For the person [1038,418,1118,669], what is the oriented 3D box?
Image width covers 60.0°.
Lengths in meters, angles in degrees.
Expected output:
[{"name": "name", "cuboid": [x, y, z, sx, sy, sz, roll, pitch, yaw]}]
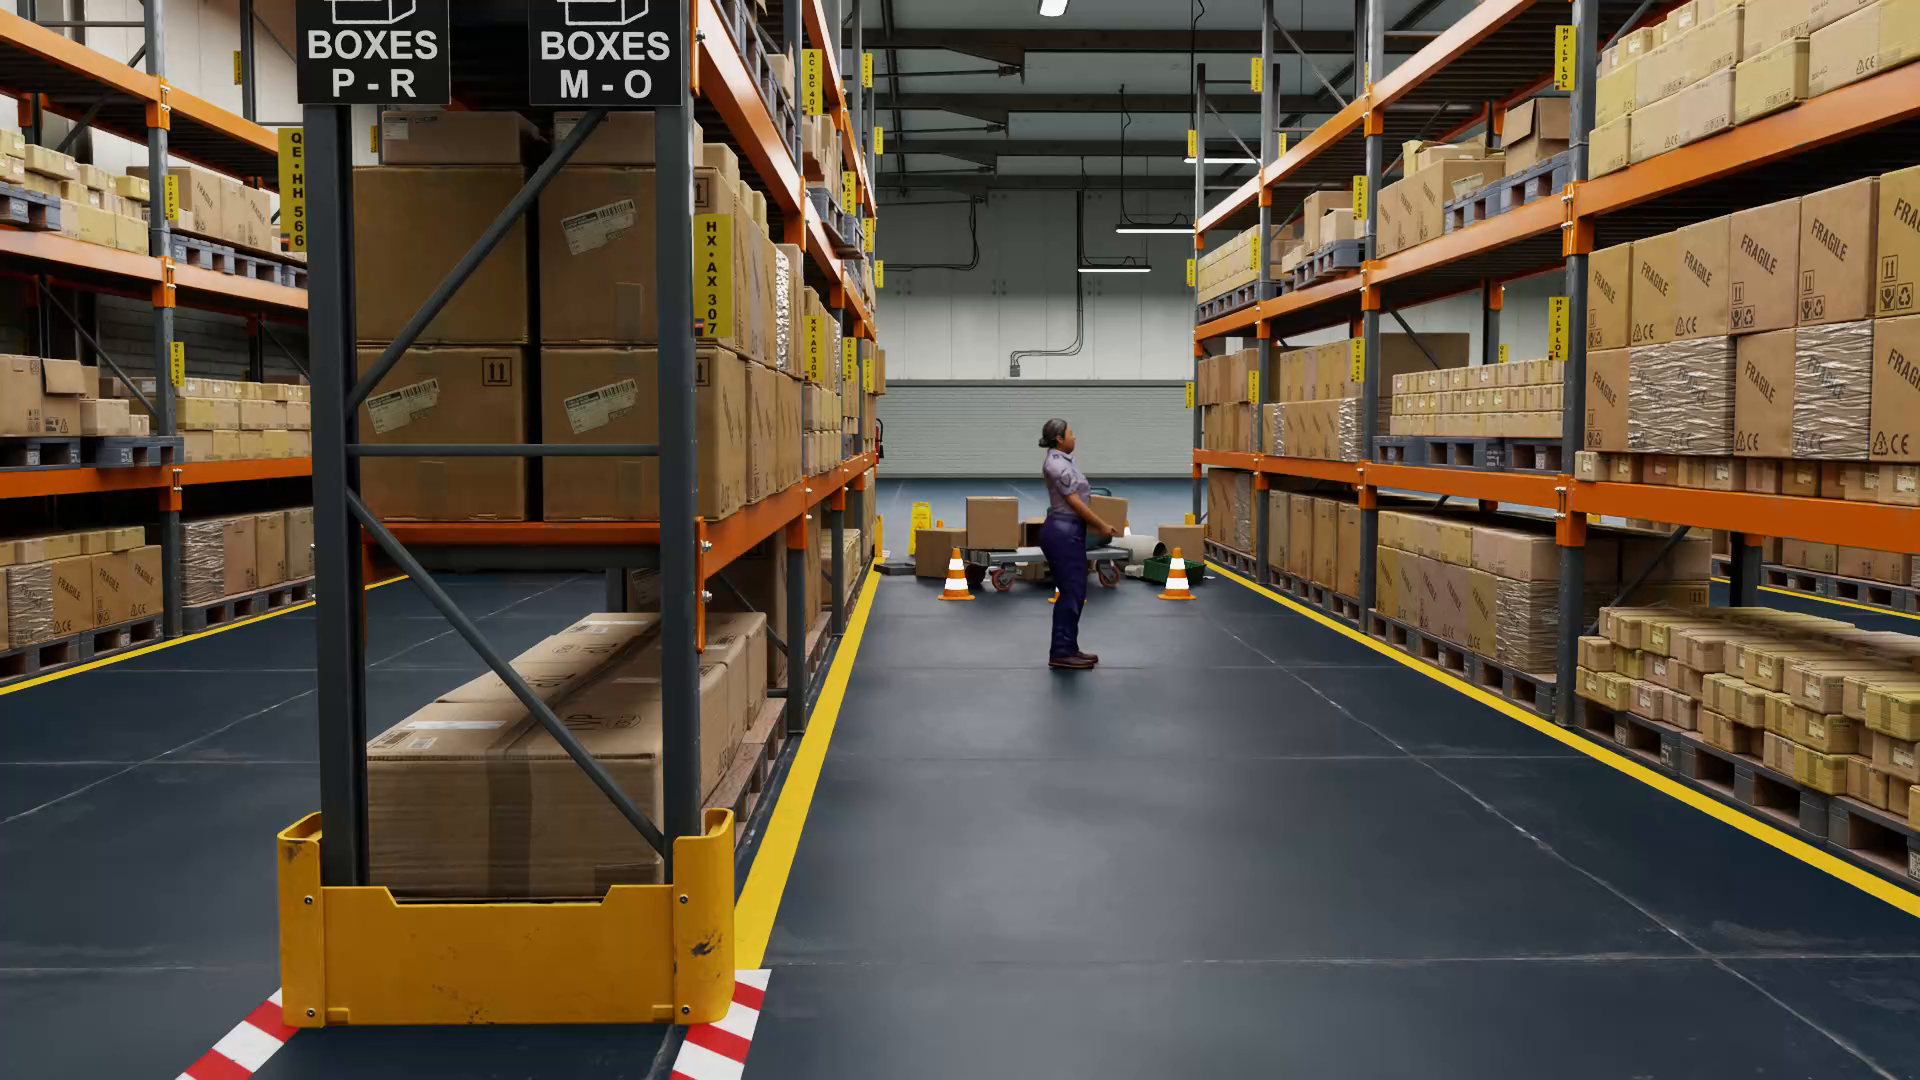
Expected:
[{"name": "person", "cuboid": [0.775, 0.014, 10.985, 0.517, 1.637, 0.453, 0, 4, 0]}]
